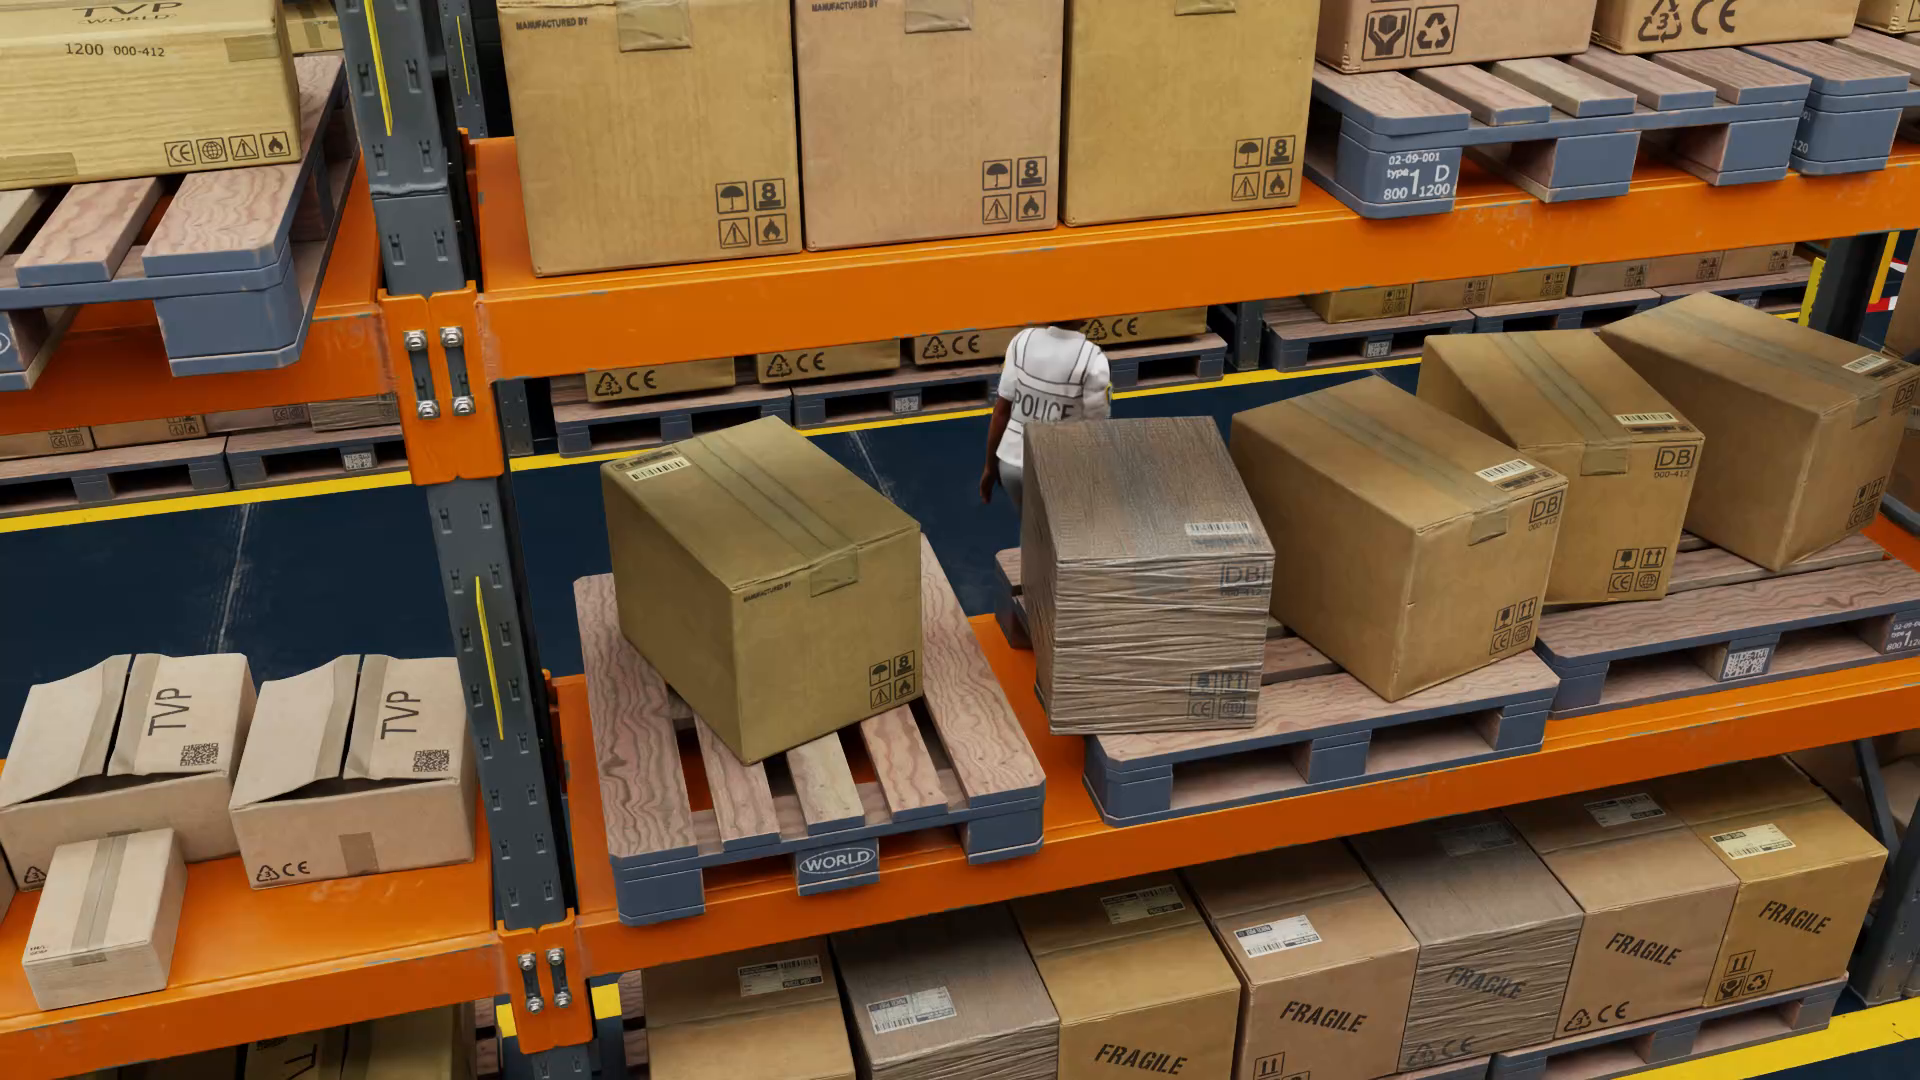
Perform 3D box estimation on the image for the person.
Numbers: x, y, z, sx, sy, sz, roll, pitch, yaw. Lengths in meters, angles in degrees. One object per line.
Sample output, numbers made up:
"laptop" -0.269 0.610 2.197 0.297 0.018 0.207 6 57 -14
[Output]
"person" 0.361 -0.267 6.582 0.469 1.681 0.726 20 36 30
